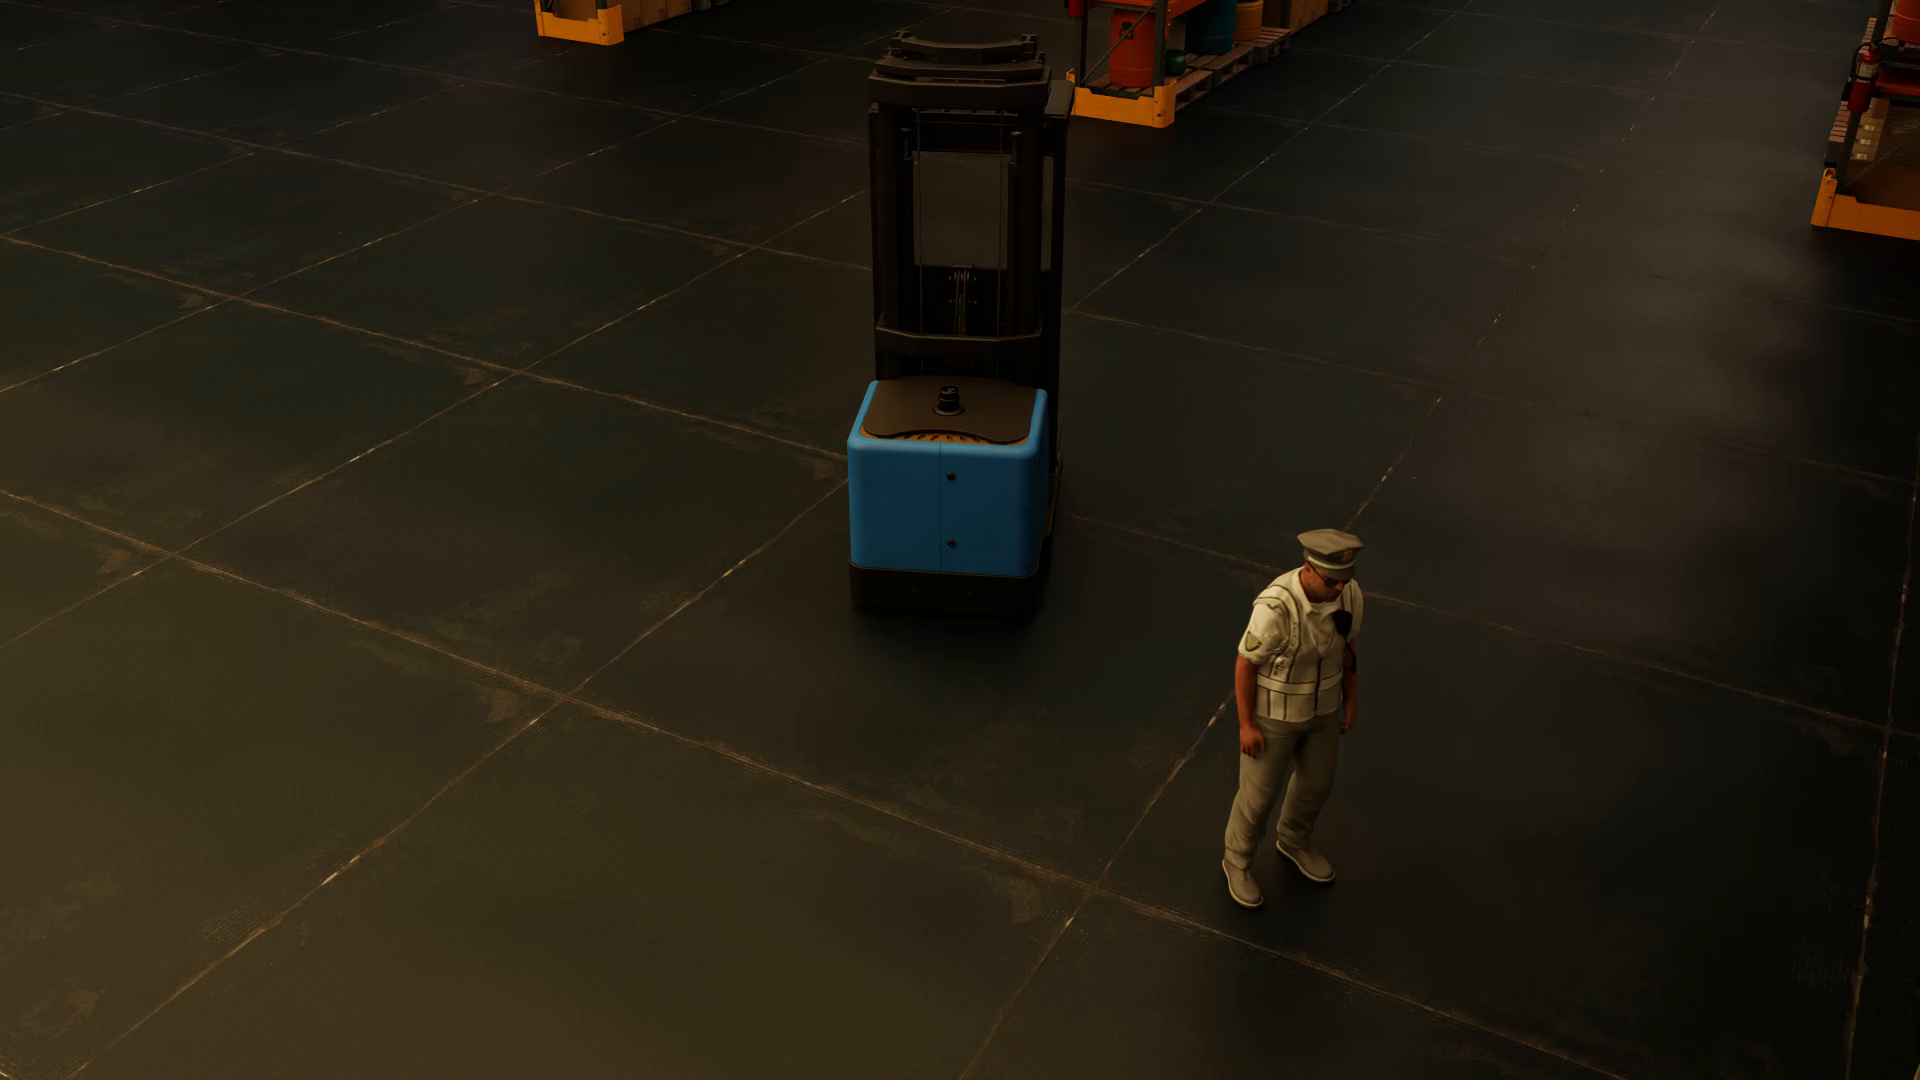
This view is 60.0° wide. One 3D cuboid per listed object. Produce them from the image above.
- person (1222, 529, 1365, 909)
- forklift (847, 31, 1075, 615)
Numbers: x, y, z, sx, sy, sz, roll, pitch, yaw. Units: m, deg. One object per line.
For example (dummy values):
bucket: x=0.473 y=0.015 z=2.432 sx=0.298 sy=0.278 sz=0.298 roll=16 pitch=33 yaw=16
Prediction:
person: x=1.409 y=0.706 z=7.028 sx=0.585 sy=1.749 sz=0.435 roll=-12 pitch=32 yaw=-20
forklift: x=0.072 y=-1.572 z=9.794 sx=1.130 sy=2.935 sz=3.031 roll=3 pitch=30 yaw=6
